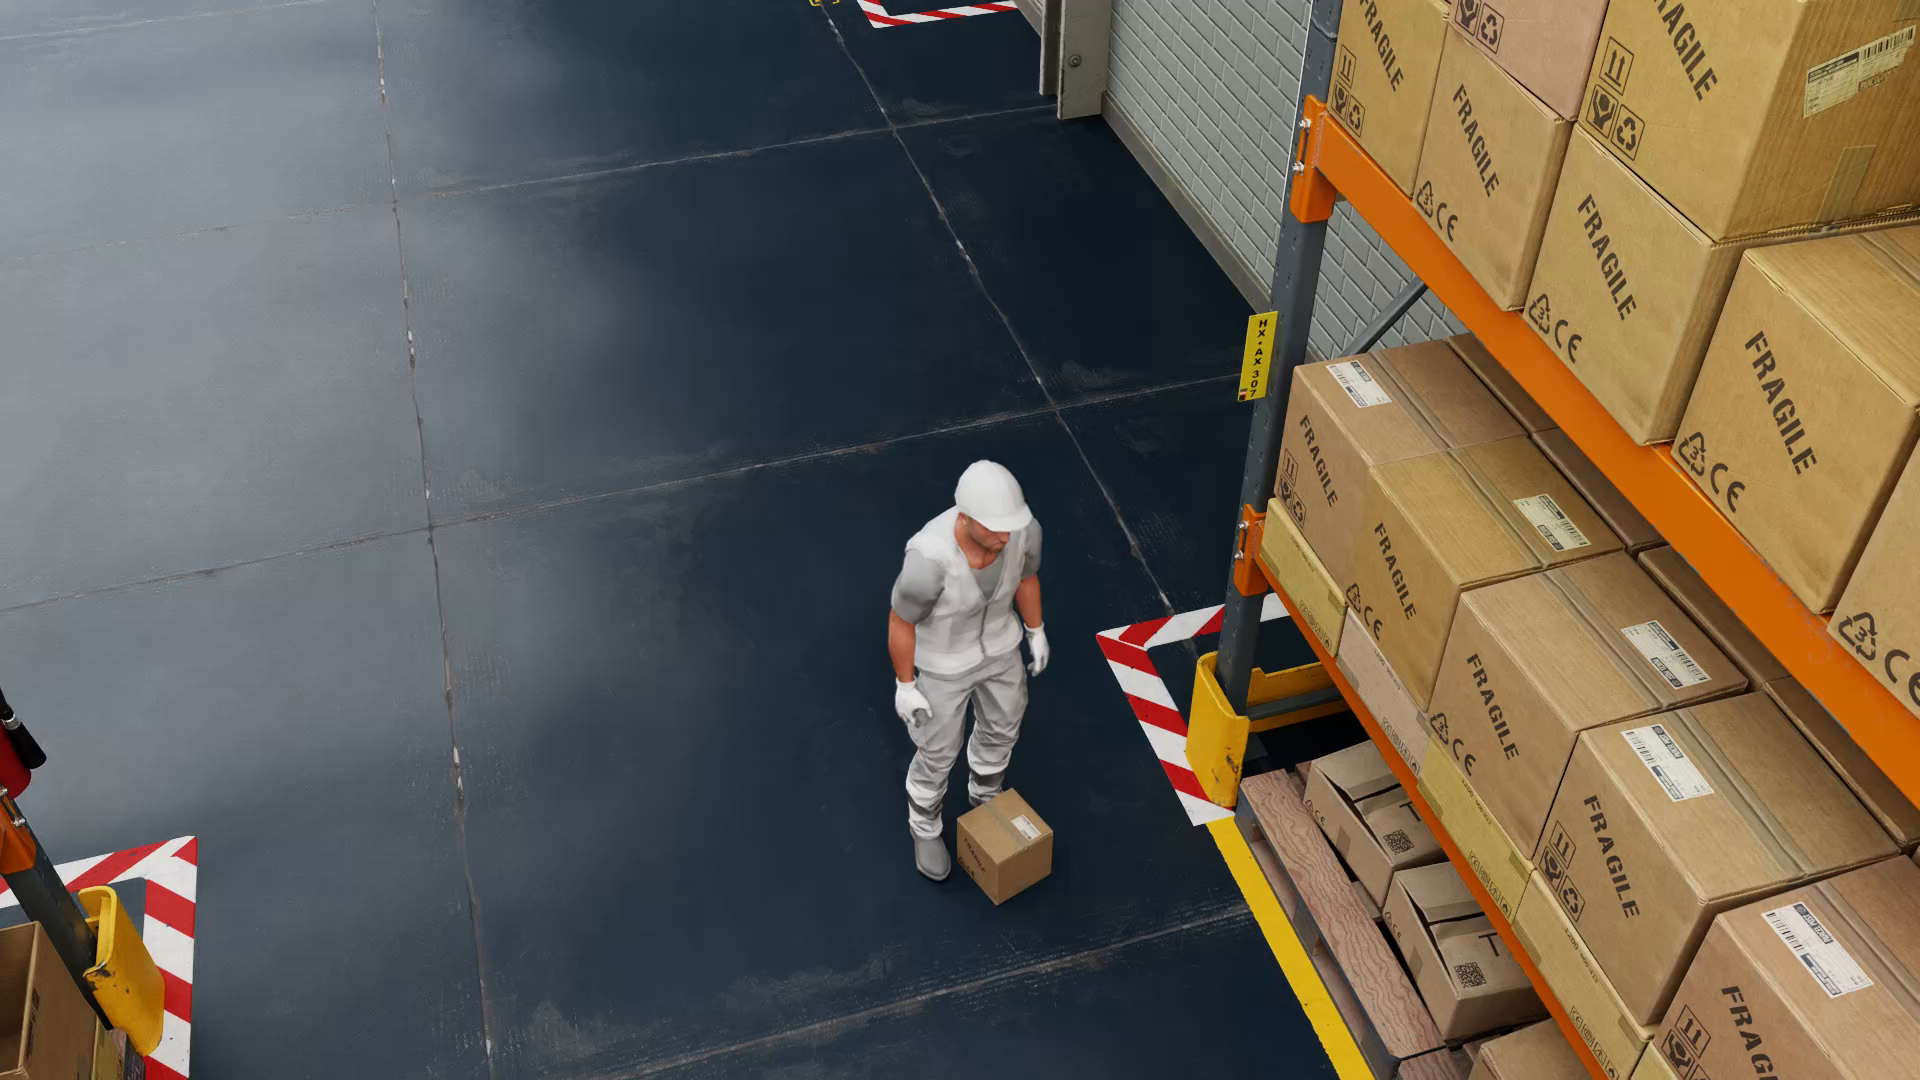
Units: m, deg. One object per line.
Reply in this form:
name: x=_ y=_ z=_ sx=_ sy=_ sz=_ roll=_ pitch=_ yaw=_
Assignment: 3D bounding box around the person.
person: x=0.042 y=0.420 z=5.680 sx=0.610 sy=1.779 sz=0.455 roll=-22 pitch=46 yaw=-23
